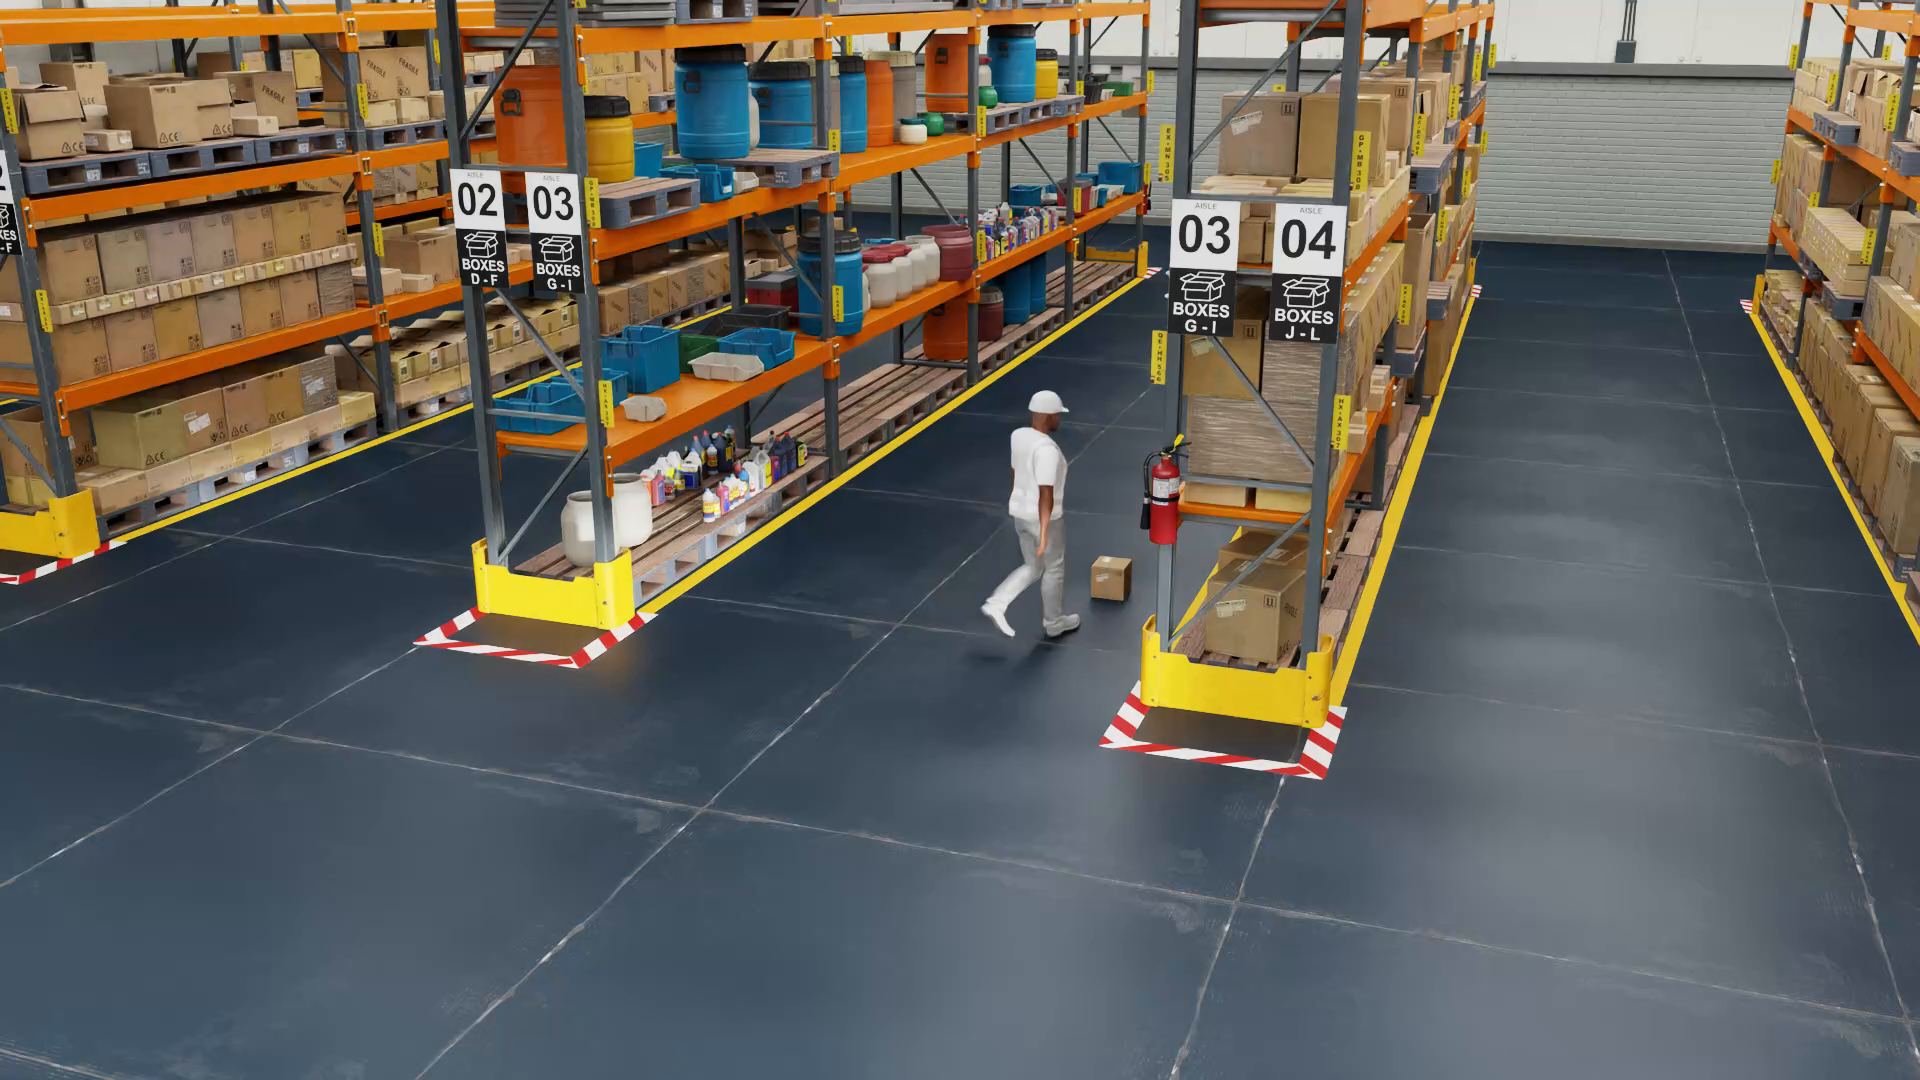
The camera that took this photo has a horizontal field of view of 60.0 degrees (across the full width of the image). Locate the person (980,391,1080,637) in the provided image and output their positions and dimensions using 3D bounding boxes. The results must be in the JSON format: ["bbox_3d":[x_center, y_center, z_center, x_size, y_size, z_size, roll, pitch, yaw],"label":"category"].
[{"bbox_3d":[0.495,-0.159,11.494,0.805,1.749,0.642,-10,21,-26],"label":"person"}]
